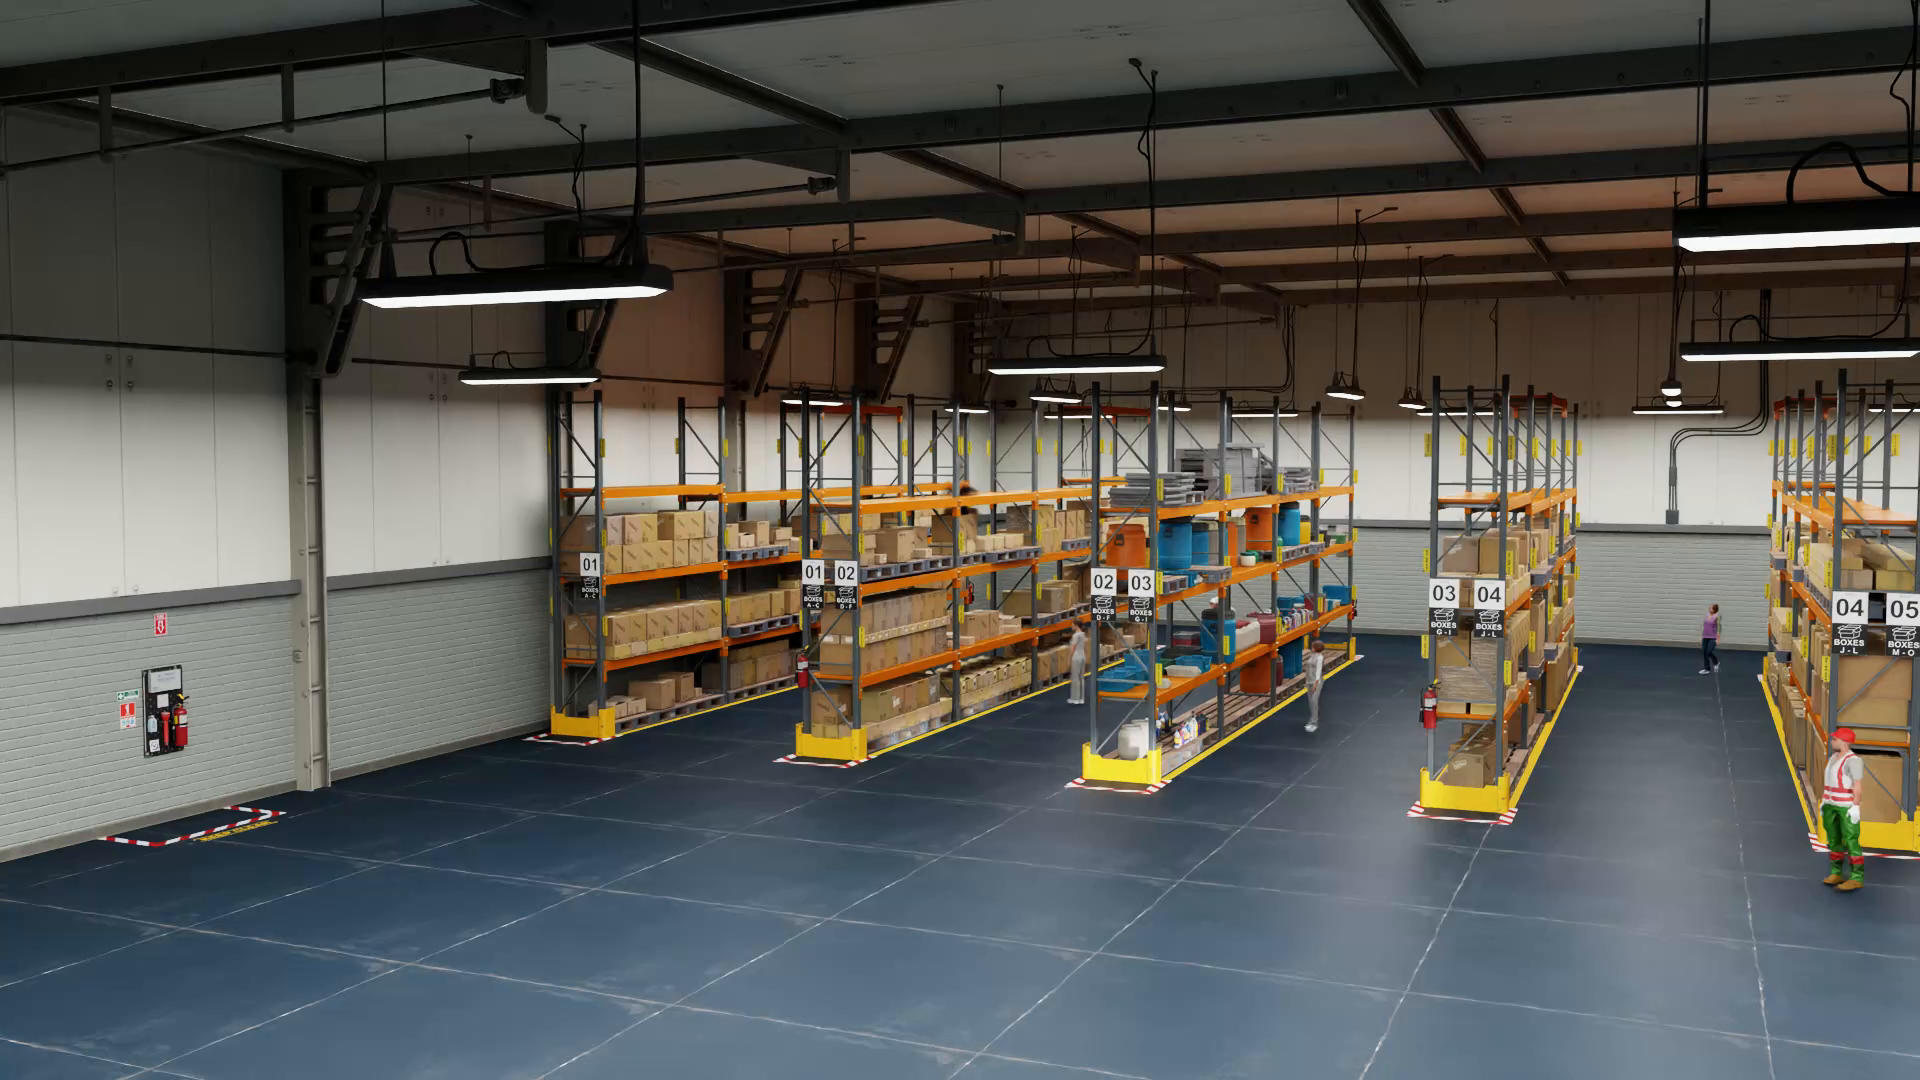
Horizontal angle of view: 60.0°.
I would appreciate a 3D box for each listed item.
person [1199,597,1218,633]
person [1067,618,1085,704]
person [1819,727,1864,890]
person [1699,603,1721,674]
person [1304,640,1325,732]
[{"bbox_3d":[5.566,2.118,36.523,0.614,1.711,1.081,2,4,35],"label":"person"},{"bbox_3d":[2.268,2.362,32.486,0.380,1.684,0.452,2,4,29],"label":"person"},{"bbox_3d":[10.083,3.050,19.034,0.434,1.793,0.578,-1,3,-18],"label":"person"},{"bbox_3d":[16.496,2.173,36.541,0.443,1.580,0.457,-2,4,-28],"label":"person"},{"bbox_3d":[6.236,2.583,29.586,0.484,1.612,0.455,-1,3,-22],"label":"person"}]
